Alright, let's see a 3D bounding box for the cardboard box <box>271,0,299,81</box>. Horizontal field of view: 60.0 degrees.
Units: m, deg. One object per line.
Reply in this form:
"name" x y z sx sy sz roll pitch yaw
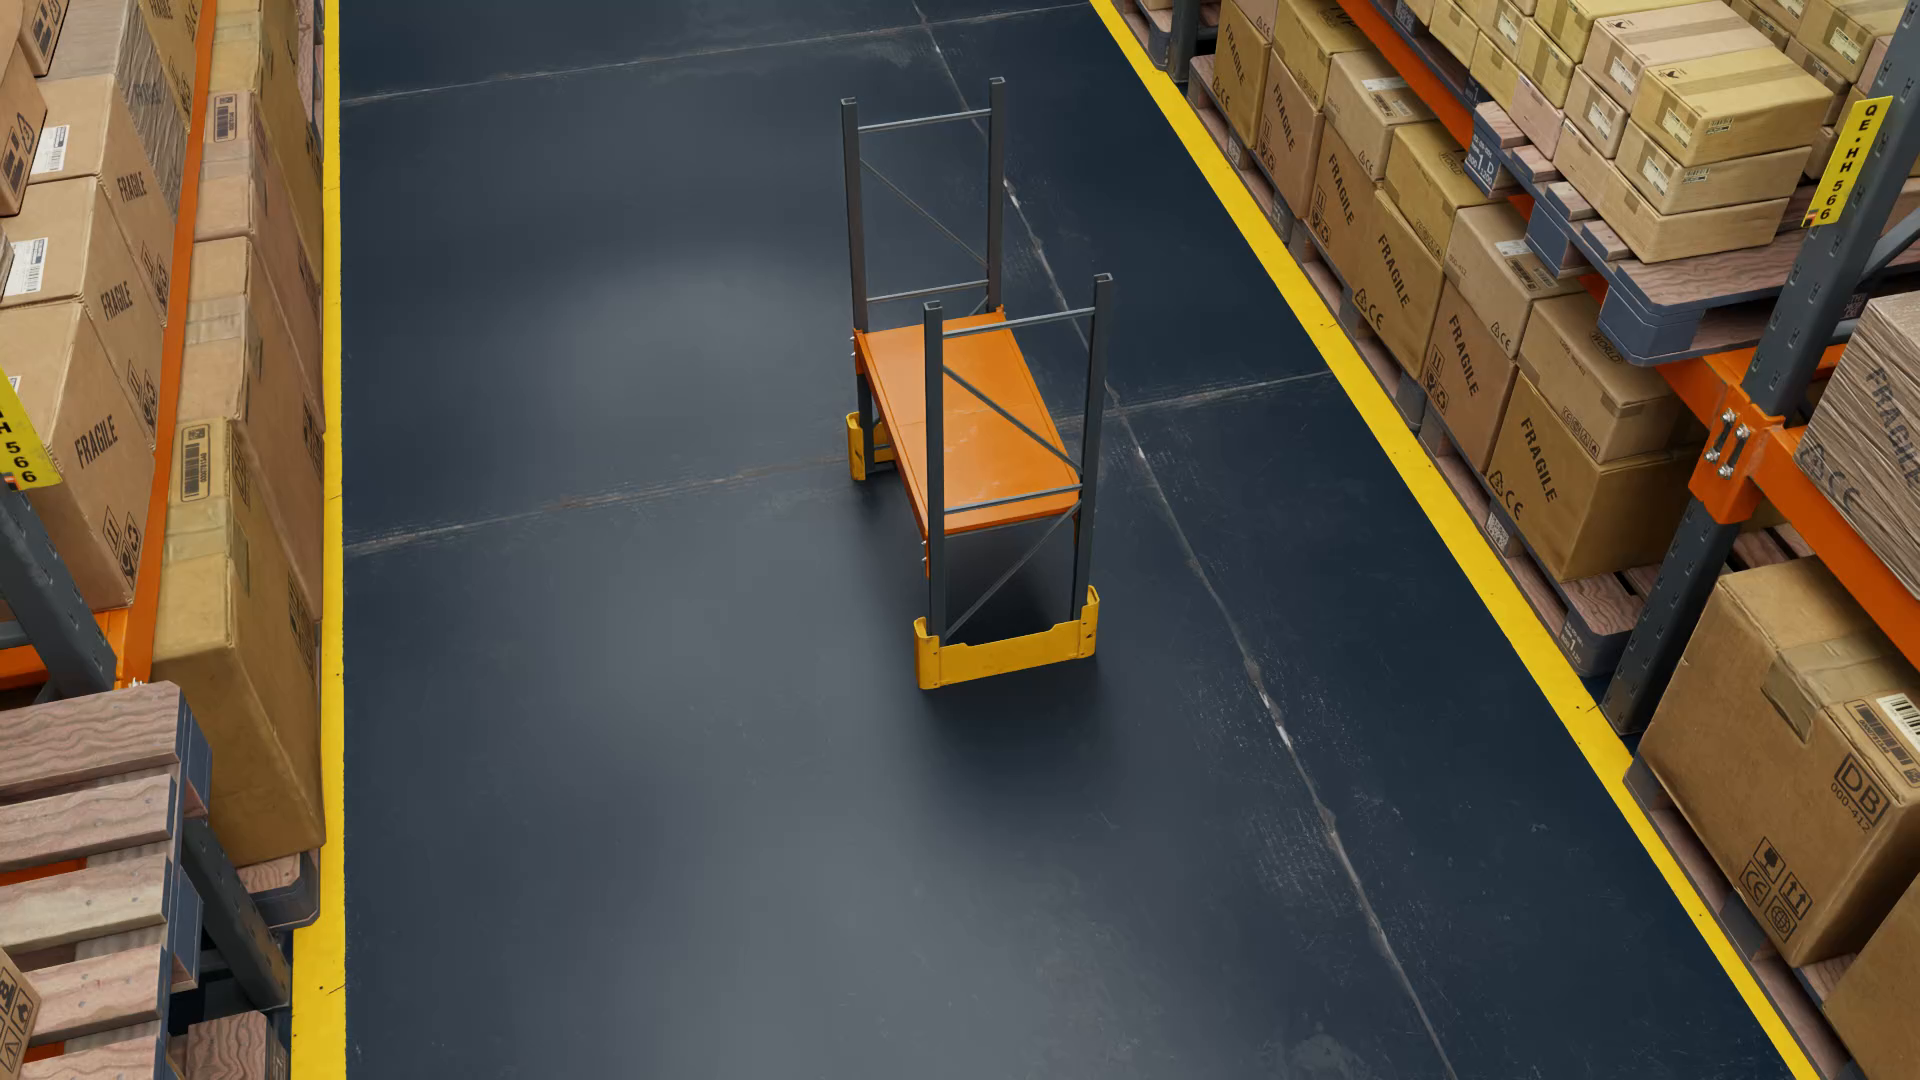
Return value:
"cardboard box" -3.430 -2.368 7.165 0.875 0.875 0.875 -11 47 -10

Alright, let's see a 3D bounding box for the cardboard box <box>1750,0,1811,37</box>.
"cardboard box" 2.446 -1.547 4.631 0.380 0.149 0.250 -11 47 -11

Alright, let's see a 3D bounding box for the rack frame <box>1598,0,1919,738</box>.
"rack frame" 2.507 -0.570 4.209 1.000 3.000 0.127 -11 47 -10

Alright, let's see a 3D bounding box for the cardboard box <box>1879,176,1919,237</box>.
"cardboard box" 2.587 -0.975 4.487 0.380 0.149 0.250 -11 47 -11

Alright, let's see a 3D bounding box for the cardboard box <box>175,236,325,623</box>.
"cardboard box" -2.691 -0.234 5.072 1.225 0.875 0.875 -11 47 -10

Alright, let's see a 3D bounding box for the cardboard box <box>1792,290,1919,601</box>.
"cardboard box" 2.361 -0.246 3.821 0.500 0.500 0.500 -10 46 -10

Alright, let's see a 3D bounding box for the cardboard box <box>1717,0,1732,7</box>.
"cardboard box" 2.369 -1.649 4.939 0.380 0.149 0.250 -11 47 -10

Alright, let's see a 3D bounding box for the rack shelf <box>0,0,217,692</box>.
"rack shelf" -2.826 -0.862 4.998 1.077 0.370 4.000 -11 47 -10

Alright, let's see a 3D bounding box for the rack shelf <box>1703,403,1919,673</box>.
"rack shelf" 3.019 1.062 3.112 1.077 0.370 4.000 -11 47 -10

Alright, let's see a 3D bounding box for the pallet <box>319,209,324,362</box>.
"pallet" -3.068 -1.000 6.582 1.003 0.211 1.213 -11 47 -10

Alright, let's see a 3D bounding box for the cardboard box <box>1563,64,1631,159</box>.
"cardboard box" 1.870 -1.175 4.475 0.380 0.149 0.250 -9 46 -9

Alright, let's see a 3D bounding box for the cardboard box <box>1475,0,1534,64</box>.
"cardboard box" 1.737 -1.529 4.822 0.380 0.149 0.250 -11 47 -10

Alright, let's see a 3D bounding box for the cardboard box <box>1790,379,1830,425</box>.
"cardboard box" 2.564 -0.625 5.194 0.500 0.250 0.500 -13 47 -12

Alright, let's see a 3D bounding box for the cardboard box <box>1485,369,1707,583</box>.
"cardboard box" 2.085 -0.249 5.350 0.500 0.500 0.500 -11 47 -11

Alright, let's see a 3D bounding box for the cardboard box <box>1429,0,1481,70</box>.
"cardboard box" 1.677 -1.593 5.093 0.380 0.149 0.250 -13 47 -12

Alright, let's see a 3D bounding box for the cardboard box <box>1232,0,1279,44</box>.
"cardboard box" 1.416 -2.308 6.843 0.500 0.250 0.500 -13 47 -12

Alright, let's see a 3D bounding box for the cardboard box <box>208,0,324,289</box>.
"cardboard box" -3.155 -1.460 6.274 1.225 0.875 0.875 -11 47 -10

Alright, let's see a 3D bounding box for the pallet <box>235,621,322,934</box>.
"pallet" -2.443 0.685 4.931 1.003 0.211 1.213 -11 47 -10

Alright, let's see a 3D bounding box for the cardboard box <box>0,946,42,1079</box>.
"cardboard box" -1.897 0.817 2.485 0.700 0.500 0.500 -4 46 -4

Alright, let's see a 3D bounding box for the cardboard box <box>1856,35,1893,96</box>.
"cardboard box" 2.574 -1.195 4.286 0.380 0.149 0.250 -11 47 -10

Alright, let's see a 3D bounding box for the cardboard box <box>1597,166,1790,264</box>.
"cardboard box" 1.936 -0.886 4.400 0.380 0.149 0.250 -10 46 -10

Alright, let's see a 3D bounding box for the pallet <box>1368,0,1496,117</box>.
"pallet" 1.960 -1.862 5.609 1.003 0.211 1.213 -11 47 -10

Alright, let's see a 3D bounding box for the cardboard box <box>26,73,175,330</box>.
"cardboard box" -2.444 -0.862 4.425 0.500 0.500 0.500 -11 47 -11

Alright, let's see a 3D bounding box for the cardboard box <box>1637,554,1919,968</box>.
"cardboard box" 2.576 0.507 4.434 1.050 0.750 0.750 -11 47 -11

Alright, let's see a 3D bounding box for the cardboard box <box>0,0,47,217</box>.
"cardboard box" -2.650 -1.078 3.933 0.797 0.503 0.637 -10 46 -9

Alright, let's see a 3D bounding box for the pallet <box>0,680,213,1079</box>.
"pallet" -2.029 0.806 2.994 1.213 0.211 1.003 -11 47 -10

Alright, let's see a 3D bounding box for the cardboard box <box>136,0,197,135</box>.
"cardboard box" -2.694 -1.555 5.103 0.500 0.500 0.500 -11 47 -11

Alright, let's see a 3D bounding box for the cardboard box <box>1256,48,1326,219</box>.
"cardboard box" 1.552 -1.680 6.753 0.500 0.500 0.500 -9 46 -9

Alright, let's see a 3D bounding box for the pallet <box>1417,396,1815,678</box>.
"pallet" 2.308 -0.134 5.734 1.003 0.211 1.213 -11 47 -10

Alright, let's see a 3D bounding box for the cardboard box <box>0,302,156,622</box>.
"cardboard box" -2.175 -0.154 3.730 0.500 0.500 0.500 -9 46 -9

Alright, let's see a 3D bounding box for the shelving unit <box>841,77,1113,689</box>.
"shelving unit" 0.020 -0.472 5.163 0.587 1.500 1.083 -11 47 -10

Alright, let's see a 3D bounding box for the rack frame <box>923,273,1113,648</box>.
"rack frame" 0.152 -0.115 4.813 0.500 1.500 0.032 -11 47 -10

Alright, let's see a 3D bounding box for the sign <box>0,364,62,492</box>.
"sign" -1.792 -0.217 3.107 0.100 0.325 0.005 -11 47 -10

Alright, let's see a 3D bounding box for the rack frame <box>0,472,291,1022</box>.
"rack frame" -2.314 0.267 3.388 1.000 3.000 0.127 -11 47 -10

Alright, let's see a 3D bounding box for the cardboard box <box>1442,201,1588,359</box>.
"cardboard box" 1.938 -0.876 5.439 0.500 0.250 0.500 -10 46 -10

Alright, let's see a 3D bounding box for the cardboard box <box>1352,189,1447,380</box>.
"cardboard box" 1.805 -0.970 6.057 0.500 0.500 0.500 -13 47 -12

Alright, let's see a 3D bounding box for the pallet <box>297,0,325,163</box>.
"pallet" -3.457 -2.058 7.619 1.003 0.211 1.213 -11 47 -10

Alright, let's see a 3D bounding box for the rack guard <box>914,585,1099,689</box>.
"rack guard" 0.147 0.309 5.272 0.587 0.250 0.087 -11 47 -10

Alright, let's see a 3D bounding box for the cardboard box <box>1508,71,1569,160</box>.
"cardboard box" 1.808 -1.235 4.742 0.380 0.149 0.250 -10 46 -10

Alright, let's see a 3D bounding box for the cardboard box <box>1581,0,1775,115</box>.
"cardboard box" 1.876 -1.266 4.356 0.380 0.149 0.250 -11 47 -11

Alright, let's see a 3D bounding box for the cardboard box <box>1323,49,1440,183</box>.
"cardboard box" 1.681 -1.588 6.137 0.500 0.250 0.500 -9 46 -9

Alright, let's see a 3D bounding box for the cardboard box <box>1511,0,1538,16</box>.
"cardboard box" 1.737 -1.630 4.713 0.380 0.149 0.250 -9 46 -9

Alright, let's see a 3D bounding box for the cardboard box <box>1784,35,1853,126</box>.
"cardboard box" 2.506 -1.291 4.588 0.380 0.149 0.250 -9 46 -8

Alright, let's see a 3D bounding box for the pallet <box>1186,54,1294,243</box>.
"pallet" 1.683 -1.819 7.385 1.003 0.211 1.213 -11 47 -10
